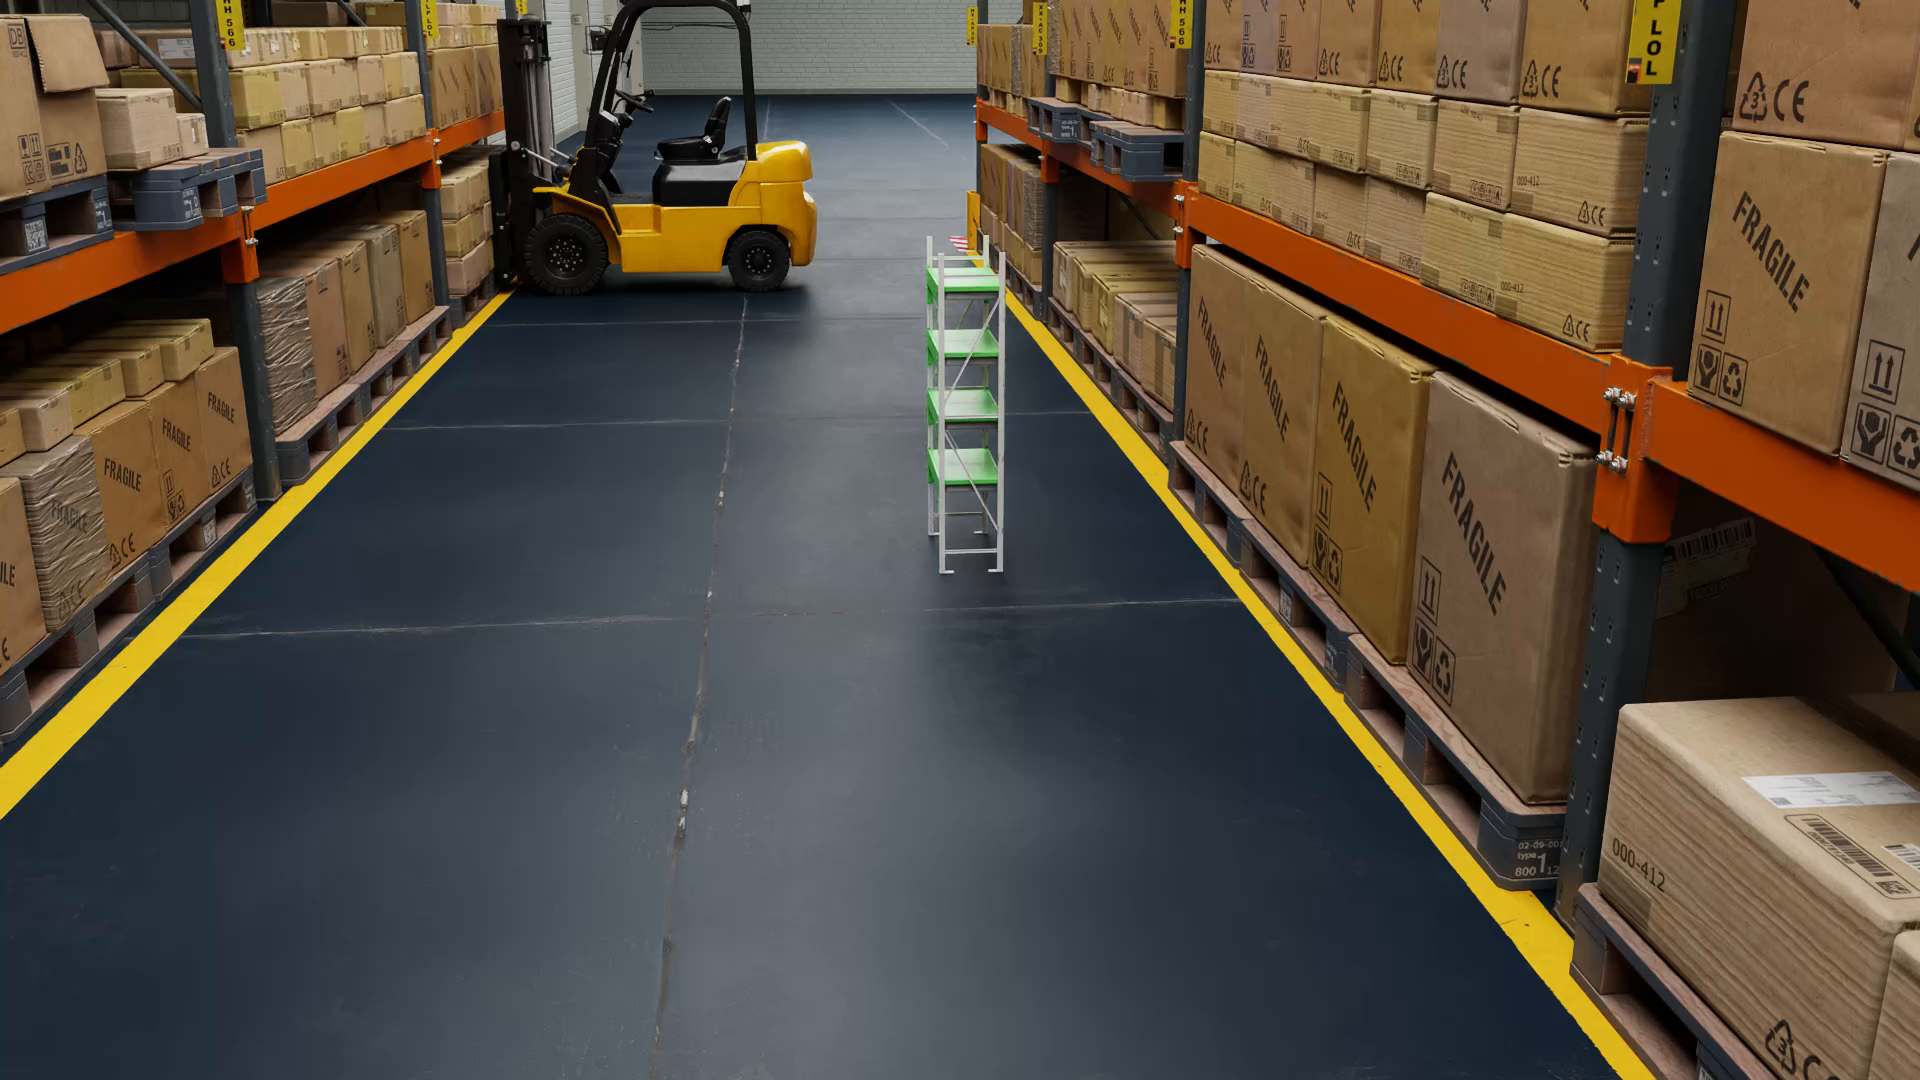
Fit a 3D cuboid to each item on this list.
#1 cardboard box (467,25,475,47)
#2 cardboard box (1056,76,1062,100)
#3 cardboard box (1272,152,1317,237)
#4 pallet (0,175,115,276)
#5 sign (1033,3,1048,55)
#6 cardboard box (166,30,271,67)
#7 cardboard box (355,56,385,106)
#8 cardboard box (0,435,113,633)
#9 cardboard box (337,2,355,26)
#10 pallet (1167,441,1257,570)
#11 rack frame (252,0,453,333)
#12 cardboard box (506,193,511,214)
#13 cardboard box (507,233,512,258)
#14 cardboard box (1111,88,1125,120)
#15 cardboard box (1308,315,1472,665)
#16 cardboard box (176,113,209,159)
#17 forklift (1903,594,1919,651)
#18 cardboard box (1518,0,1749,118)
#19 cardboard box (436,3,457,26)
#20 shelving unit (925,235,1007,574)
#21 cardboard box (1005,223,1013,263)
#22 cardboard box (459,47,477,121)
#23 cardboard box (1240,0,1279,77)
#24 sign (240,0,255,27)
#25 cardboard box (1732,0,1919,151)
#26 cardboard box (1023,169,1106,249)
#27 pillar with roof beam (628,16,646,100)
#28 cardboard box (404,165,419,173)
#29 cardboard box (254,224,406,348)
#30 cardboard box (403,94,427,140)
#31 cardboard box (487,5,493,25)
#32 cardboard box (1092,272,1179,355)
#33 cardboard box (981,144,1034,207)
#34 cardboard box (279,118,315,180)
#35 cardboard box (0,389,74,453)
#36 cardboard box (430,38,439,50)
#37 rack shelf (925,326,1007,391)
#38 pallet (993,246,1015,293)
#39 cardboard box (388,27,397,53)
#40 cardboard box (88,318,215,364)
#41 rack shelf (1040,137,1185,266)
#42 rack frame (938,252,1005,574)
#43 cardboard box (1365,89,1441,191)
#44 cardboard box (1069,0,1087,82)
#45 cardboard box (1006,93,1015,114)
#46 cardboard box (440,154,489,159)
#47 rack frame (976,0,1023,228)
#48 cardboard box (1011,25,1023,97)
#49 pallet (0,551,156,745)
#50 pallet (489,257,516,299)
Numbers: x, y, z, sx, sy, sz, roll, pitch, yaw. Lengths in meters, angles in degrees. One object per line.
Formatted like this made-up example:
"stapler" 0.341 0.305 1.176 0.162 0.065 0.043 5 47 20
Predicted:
"cardboard box" -3.784 -3.703 12.216 0.380 0.149 0.250 -2 18 -7
"cardboard box" 0.807 -2.842 10.441 0.380 0.149 0.250 -2 17 -5
"cardboard box" 1.396 -1.211 5.776 0.500 0.250 0.500 -1 17 -4
"pallet" -3.255 -0.919 4.918 1.003 0.211 1.213 -2 18 -6
"sign" 0.525 -3.330 10.832 0.100 0.325 0.005 -2 18 -6
"cardboard box" -3.229 -2.131 7.207 0.380 0.149 0.250 -1 17 -4
"cardboard box" -3.461 -2.505 9.064 0.500 0.250 0.500 -1 17 -5
"cardboard box" -3.033 -0.019 5.202 0.500 0.500 0.500 -2 18 -8
"cardboard box" -4.191 -3.443 10.889 0.380 0.149 0.250 -2 18 -7
"pallet" 1.483 -0.177 6.888 1.003 0.211 1.213 -2 18 -6
"rack frame" -3.873 -2.782 10.530 1.000 3.000 0.127 -2 18 -6
"cardboard box" -3.809 -2.662 13.204 0.500 0.250 0.500 -2 18 -7
"cardboard box" -3.762 -2.280 12.821 0.500 0.250 0.500 -1 17 -4
"cardboard box" 0.978 -2.224 8.470 0.380 0.149 0.250 -1 17 -5
"cardboard box" 1.645 -0.191 5.123 0.875 0.875 0.875 -1 17 -4
"cardboard box" -3.011 -1.487 6.123 0.380 0.149 0.250 -1 17 -5
"forklift" 3.631 -1.277 5.851 3.031 2.935 1.130 -10 20 -30
"cardboard box" 1.593 -1.203 3.665 0.500 0.500 0.500 -1 17 -4
"cardboard box" -3.687 -3.616 11.440 0.380 0.149 0.250 -1 17 -4
"shelving unit" 0.017 -0.523 6.340 0.258 1.200 0.503 -2 18 -6
"cardboard box" 0.623 -2.303 12.893 0.500 0.250 0.500 -2 17 -5
"cardboard box" -3.782 -3.275 11.935 0.500 0.500 0.500 -2 18 -6
"cardboard box" 1.345 -1.967 6.100 0.500 0.500 0.500 -2 18 -5
"sign" -4.425 -3.215 10.333 0.100 0.325 0.005 -2 18 -6
"cardboard box" 1.698 -0.928 2.790 0.500 0.500 0.500 -2 18 -5
"cardboard box" 0.736 -2.351 11.794 0.500 0.500 0.500 -2 18 -6
"pillar with roof beam" -3.922 -15.672 41.572 9.100 9.000 0.400 -2 18 -6
"cardboard box" -4.222 -2.590 12.138 0.500 0.250 0.500 -2 18 -5
"cardboard box" -3.735 -1.463 9.592 0.875 0.625 0.625 -2 18 -6
"cardboard box" -3.560 -2.568 10.100 0.500 0.250 0.500 -1 17 -4
"cardboard box" -3.839 -4.072 12.894 0.380 0.149 0.250 -1 17 -4
"cardboard box" 1.272 -1.306 9.514 0.950 0.372 0.625 -1 17 -4
"cardboard box" 0.463 -3.118 14.240 0.500 0.500 0.500 -2 18 -7
"cardboard box" -3.310 -1.808 7.680 0.500 0.250 0.500 -2 18 -7
"cardboard box" -3.048 -0.372 5.244 0.380 0.149 0.250 -3 18 -8
"cardboard box" -3.672 -3.319 10.992 0.380 0.149 0.250 -1 17 -4
"rack shelf" 0.017 -0.691 6.288 0.258 0.148 0.480 -2 18 -6
"pallet" 0.831 -2.169 13.234 1.003 0.211 1.213 -2 18 -6
"cardboard box" -3.572 -2.968 9.873 0.380 0.149 0.250 -2 18 -6
"cardboard box" -3.157 -0.768 6.505 0.380 0.149 0.250 -3 18 -8
"rack shelf" 1.270 -1.997 9.232 1.077 0.370 4.000 -2 18 -6
"rack frame" 0.042 -0.450 6.109 0.240 1.200 0.015 -2 18 -6
"cardboard box" 1.484 -1.146 4.737 0.500 0.250 0.500 -1 17 -4
"cardboard box" 0.917 -2.881 9.481 0.500 0.500 0.500 -2 18 -6
"cardboard box" 0.561 -3.358 12.785 0.380 0.149 0.250 -2 18 -5
"cardboard box" -3.807 -2.910 13.157 0.500 0.250 0.500 -2 17 -5
"rack frame" 0.652 -4.128 14.818 1.000 3.000 0.127 -2 18 -6
"cardboard box" 0.653 -3.558 12.340 0.500 0.500 0.500 -1 17 -4
"pallet" -3.298 0.327 5.285 1.003 0.211 1.213 -2 18 -6
"pallet" -4.042 -2.054 12.867 1.003 0.211 1.213 -2 18 -6
